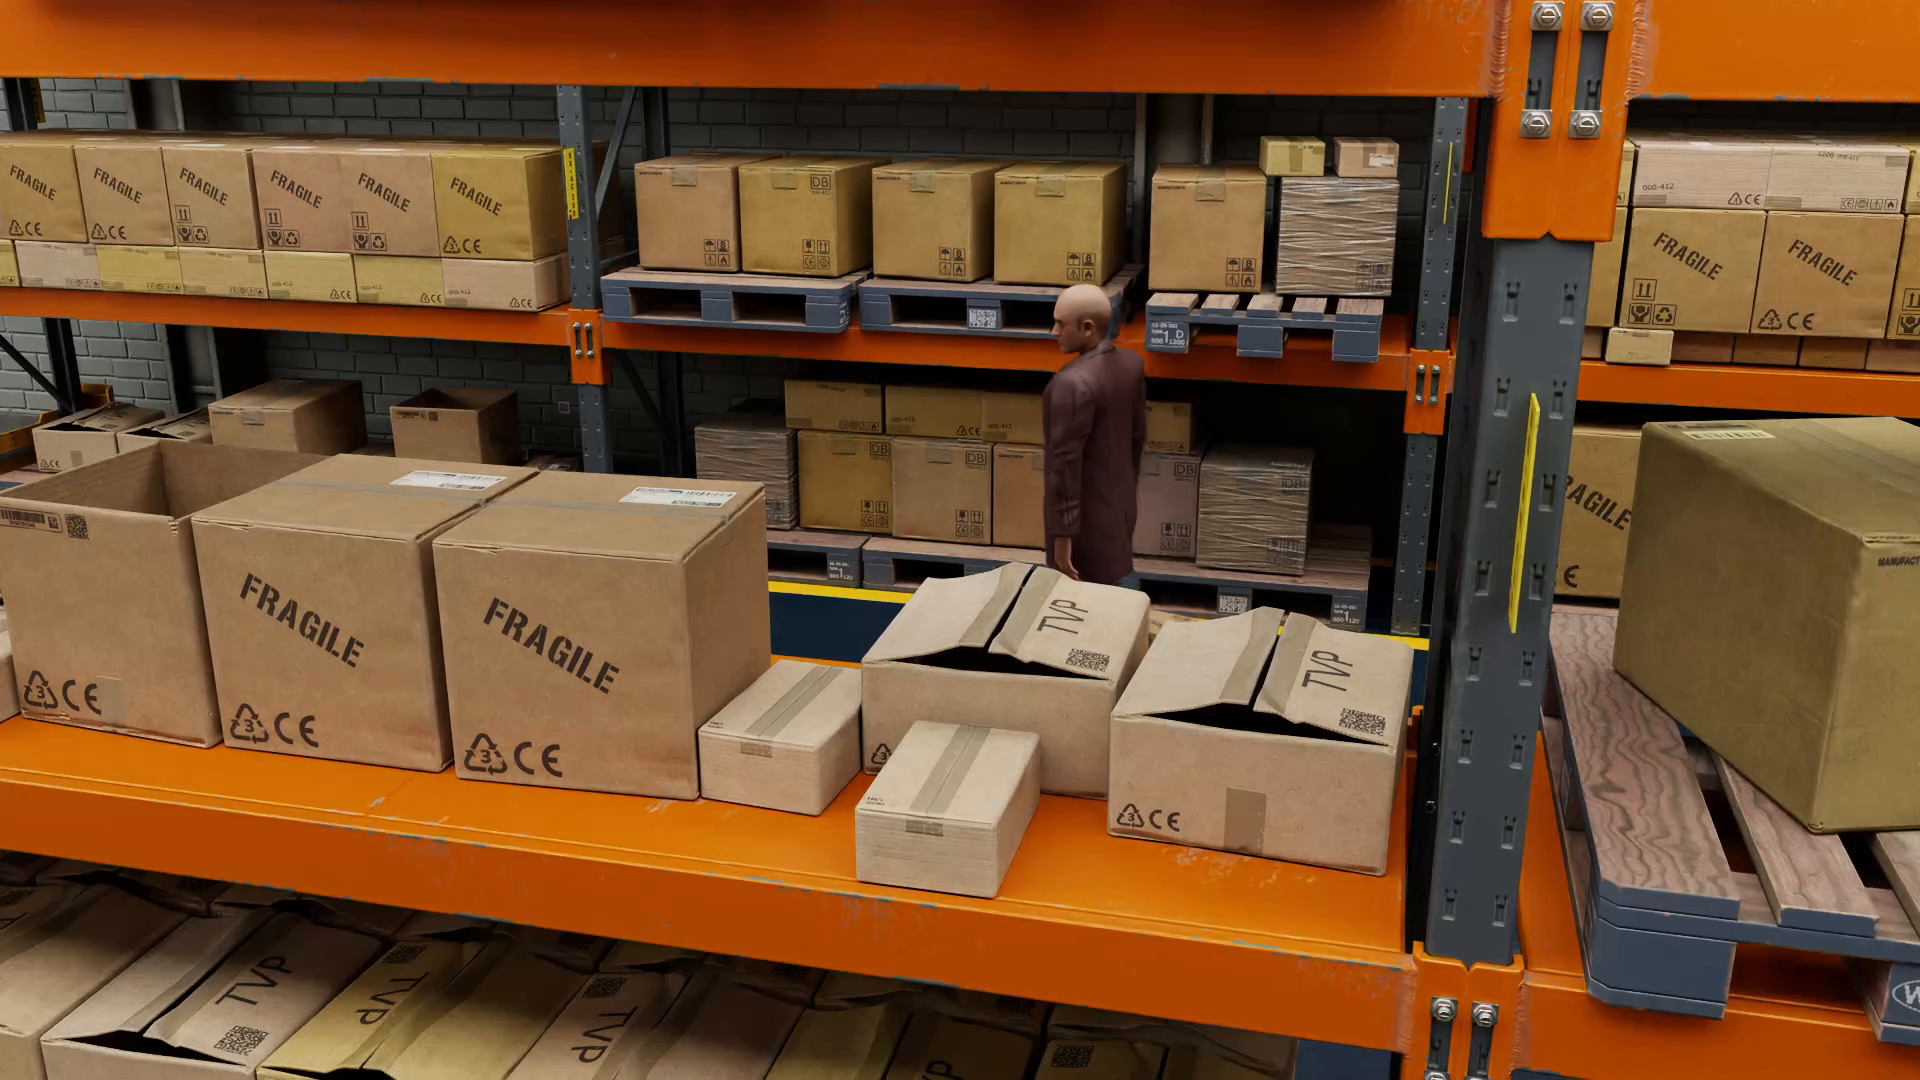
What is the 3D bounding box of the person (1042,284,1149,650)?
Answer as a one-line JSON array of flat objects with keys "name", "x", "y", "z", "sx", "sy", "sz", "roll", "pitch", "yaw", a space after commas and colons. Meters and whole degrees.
[{"name": "person", "x": 0.522, "y": -0.091, "z": 6.295, "sx": 0.523, "sy": 1.770, "sz": 0.729, "roll": 12, "pitch": 21, "yaw": 32}]
